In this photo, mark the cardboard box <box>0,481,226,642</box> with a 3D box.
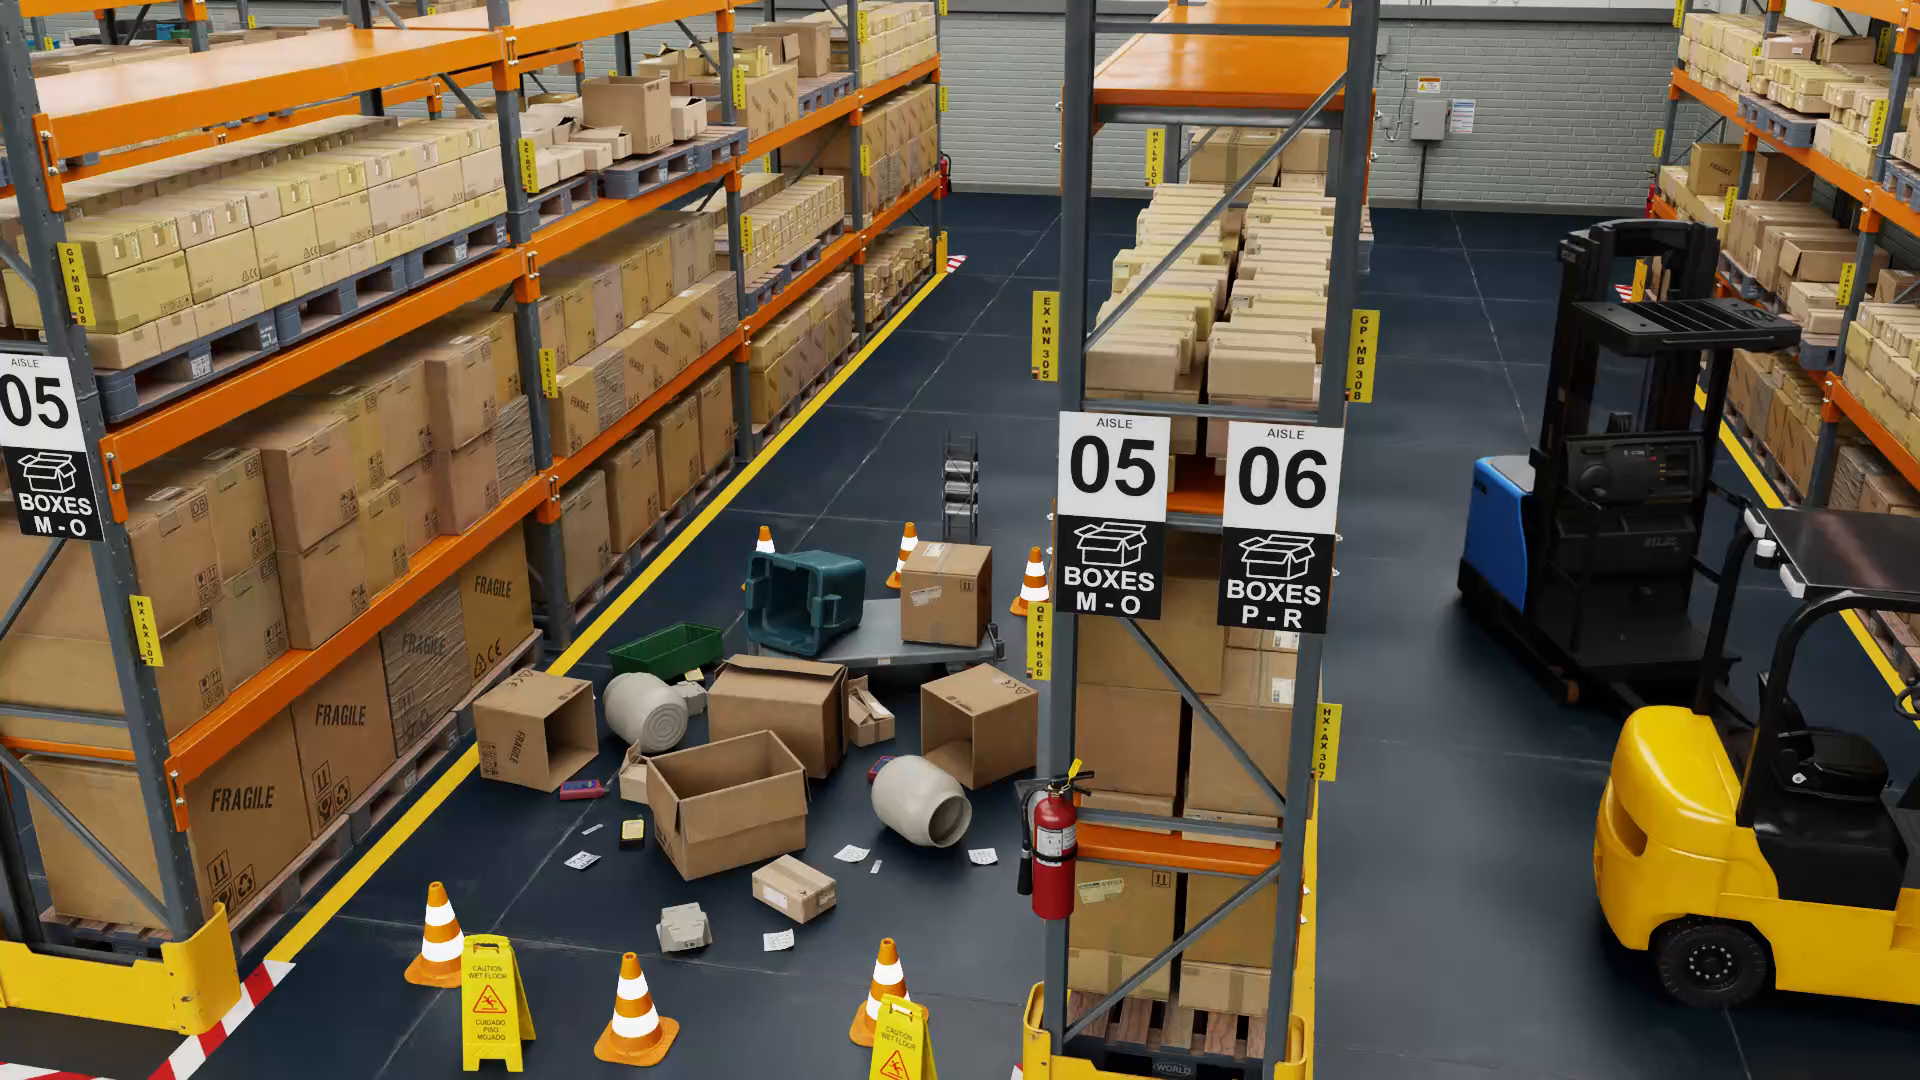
[{"bbox_3d":[-3.905,0.080,7.493,0.875,0.550,0.550,4,22,11],"label":"cardboard box"}]

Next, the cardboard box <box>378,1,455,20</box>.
[{"bbox_3d":[-6.304,-5.990,19.366,0.700,0.500,0.500,3,22,8],"label":"cardboard box"}]

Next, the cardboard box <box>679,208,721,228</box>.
[{"bbox_3d":[-2.523,-3.084,15.973,0.380,0.149,0.250,4,22,11],"label":"cardboard box"}]

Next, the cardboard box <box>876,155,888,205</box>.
[{"bbox_3d":[-1.129,-4.133,19.068,0.500,0.500,0.500,4,22,11],"label":"cardboard box"}]

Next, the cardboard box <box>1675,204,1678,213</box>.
[{"bbox_3d":[8.499,-3.852,19.238,0.380,0.149,0.250,5,23,13],"label":"cardboard box"}]

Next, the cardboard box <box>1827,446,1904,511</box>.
[{"bbox_3d":[7.199,-0.291,12.677,0.875,0.625,0.625,5,23,13],"label":"cardboard box"}]

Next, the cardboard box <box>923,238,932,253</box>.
[{"bbox_3d":[-0.582,-3.864,21.787,0.380,0.149,0.250,4,22,9],"label":"cardboard box"}]

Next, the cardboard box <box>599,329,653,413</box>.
[{"bbox_3d":[-2.625,-1.265,12.345,0.500,0.500,0.500,4,22,11],"label":"cardboard box"}]

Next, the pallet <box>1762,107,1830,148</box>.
[{"bbox_3d":[7.746,-3.579,14.462,1.213,0.211,1.003,4,22,11],"label":"pallet"}]

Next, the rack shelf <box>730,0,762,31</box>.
[{"bbox_3d":[-1.978,-5.137,15.562,1.077,0.370,4.000,4,22,11],"label":"rack shelf"}]

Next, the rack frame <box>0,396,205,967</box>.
[{"bbox_3d":[-4.019,0.784,7.393,1.000,3.000,0.127,4,22,11],"label":"rack frame"}]

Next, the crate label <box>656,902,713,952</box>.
[{"bbox_3d":[-1.384,1.944,8.344,0.250,0.136,0.298,-7,23,-17],"label":"crate label"}]

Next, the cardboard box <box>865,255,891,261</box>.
[{"bbox_3d":[-1.042,-3.346,20.104,0.380,0.149,0.250,4,22,9],"label":"cardboard box"}]

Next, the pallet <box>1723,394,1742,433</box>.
[{"bbox_3d":[8.027,-1.294,16.283,1.003,0.211,1.213,4,22,11],"label":"pallet"}]

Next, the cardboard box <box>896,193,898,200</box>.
[{"bbox_3d":[-0.962,-4.154,19.989,0.380,0.149,0.250,5,23,13],"label":"cardboard box"}]

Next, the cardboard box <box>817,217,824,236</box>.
[{"bbox_3d":[-1.614,-3.245,17.170,0.380,0.149,0.250,3,22,8],"label":"cardboard box"}]

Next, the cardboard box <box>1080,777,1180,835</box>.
[{"bbox_3d":[0.715,1.087,6.974,0.380,0.149,0.250,5,23,13],"label":"cardboard box"}]

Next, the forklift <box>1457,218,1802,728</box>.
[{"bbox_3d":[4.379,-0.439,10.519,1.130,2.935,3.031,-3,22,-7],"label":"forklift"}]

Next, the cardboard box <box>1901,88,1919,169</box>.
[{"bbox_3d":[6.954,-2.857,11.588,0.500,0.500,0.500,5,22,11],"label":"cardboard box"}]

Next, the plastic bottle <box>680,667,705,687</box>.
[{"bbox_3d":[-1.782,0.900,11.037,0.133,0.061,0.283,-7,23,-17],"label":"plastic bottle"}]

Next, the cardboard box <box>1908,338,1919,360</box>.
[{"bbox_3d":[6.843,-1.293,11.548,0.380,0.149,0.250,5,22,11],"label":"cardboard box"}]

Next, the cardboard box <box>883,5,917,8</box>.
[{"bbox_3d":[-0.732,-6.486,20.426,0.380,0.149,0.250,4,22,9],"label":"cardboard box"}]

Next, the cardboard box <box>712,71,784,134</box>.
[{"bbox_3d":[-1.914,-3.952,15.002,0.500,0.500,0.500,4,22,11],"label":"cardboard box"}]

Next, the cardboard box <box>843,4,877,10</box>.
[{"bbox_3d":[-1.239,-6.520,20.510,0.380,0.149,0.250,4,22,11],"label":"cardboard box"}]

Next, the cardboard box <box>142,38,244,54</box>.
[{"bbox_3d":[-7.167,-4.420,15.597,0.797,0.503,0.637,6,23,14],"label":"cardboard box"}]

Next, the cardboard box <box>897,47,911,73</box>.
[{"bbox_3d":[-0.888,-5.640,19.527,0.500,0.250,0.500,5,23,13],"label":"cardboard box"}]

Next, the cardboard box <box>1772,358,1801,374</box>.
[{"bbox_3d":[7.591,-1.530,15.052,0.380,0.149,0.250,5,22,11],"label":"cardboard box"}]

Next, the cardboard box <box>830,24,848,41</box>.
[{"bbox_3d":[-1.274,-5.432,17.808,0.380,0.149,0.250,4,22,10],"label":"cardboard box"}]

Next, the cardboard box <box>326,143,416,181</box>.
[{"bbox_3d":[-3.171,-2.036,8.953,0.380,0.149,0.250,5,22,11],"label":"cardboard box"}]

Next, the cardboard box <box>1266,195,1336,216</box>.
[{"bbox_3d":[1.835,-1.750,8.938,0.380,0.149,0.250,4,22,10],"label":"cardboard box"}]

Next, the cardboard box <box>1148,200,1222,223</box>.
[{"bbox_3d":[1.193,-1.700,8.813,0.380,0.149,0.250,4,22,9],"label":"cardboard box"}]

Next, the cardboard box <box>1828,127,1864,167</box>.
[{"bbox_3d":[7.309,-3.137,13.312,0.500,0.250,0.500,5,22,11],"label":"cardboard box"}]

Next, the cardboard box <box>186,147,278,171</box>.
[{"bbox_3d":[-3.868,-1.992,8.843,0.380,0.149,0.250,4,22,11],"label":"cardboard box"}]

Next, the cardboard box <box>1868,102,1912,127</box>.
[{"bbox_3d":[7.121,-3.218,12.582,0.380,0.149,0.250,5,23,13],"label":"cardboard box"}]

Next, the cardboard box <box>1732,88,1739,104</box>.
[{"bbox_3d":[8.057,-4.503,16.841,0.380,0.149,0.250,5,23,13],"label":"cardboard box"}]

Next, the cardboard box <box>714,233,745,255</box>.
[{"bbox_3d":[-2.102,-2.652,14.902,0.380,0.149,0.250,4,22,11],"label":"cardboard box"}]

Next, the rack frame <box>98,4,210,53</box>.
[{"bbox_3d":[-7.221,-5.340,14.567,1.000,3.000,0.127,4,22,11],"label":"rack frame"}]

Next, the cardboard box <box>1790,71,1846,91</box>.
[{"bbox_3d":[7.470,-3.989,14.471,0.380,0.149,0.250,5,22,11],"label":"cardboard box"}]

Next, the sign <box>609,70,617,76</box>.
[{"bbox_3d":[-2.917,-3.815,14.105,0.100,0.325,0.005,4,22,11],"label":"sign"}]

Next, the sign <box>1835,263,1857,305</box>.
[{"bbox_3d":[6.807,-1.963,12.769,0.100,0.325,0.005,4,22,11],"label":"sign"}]

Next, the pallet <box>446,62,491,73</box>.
[{"bbox_3d":[-6.228,-5.669,19.517,1.003,0.211,1.213,4,22,11],"label":"pallet"}]

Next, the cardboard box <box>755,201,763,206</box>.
[{"bbox_3d":[-2.257,-3.428,17.225,0.380,0.149,0.250,4,22,9],"label":"cardboard box"}]

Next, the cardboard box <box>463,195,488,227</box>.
[{"bbox_3d":[-3.015,-1.946,9.794,0.380,0.149,0.250,5,22,12],"label":"cardboard box"}]

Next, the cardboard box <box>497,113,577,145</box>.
[{"bbox_3d":[-3.060,-2.928,12.017,0.500,0.311,0.500,4,22,9],"label":"cardboard box"}]

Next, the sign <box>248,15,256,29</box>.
[{"bbox_3d":[-9.896,-7.167,23.260,0.100,0.325,0.005,4,22,11],"label":"sign"}]

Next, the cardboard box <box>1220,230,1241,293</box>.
[{"bbox_3d":[1.210,-1.469,8.774,0.500,0.250,0.500,4,22,10],"label":"cardboard box"}]

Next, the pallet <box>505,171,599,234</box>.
[{"bbox_3d":[-3.064,-2.321,11.342,0.805,0.209,1.217,4,22,9],"label":"pallet"}]

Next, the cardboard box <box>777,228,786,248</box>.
[{"bbox_3d":[-1.884,-2.900,15.916,0.380,0.149,0.250,4,22,11],"label":"cardboard box"}]

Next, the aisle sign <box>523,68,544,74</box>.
[{"bbox_3d":[-5.868,-6.738,22.589,0.394,0.787,0.004,4,22,11],"label":"aisle sign"}]

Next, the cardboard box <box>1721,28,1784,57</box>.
[{"bbox_3d":[8.230,-5.153,17.252,0.500,0.250,0.500,5,22,12],"label":"cardboard box"}]

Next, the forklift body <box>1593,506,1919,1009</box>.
[{"bbox_3d":[4.309,1.062,7.837,2.313,2.155,1.214,4,22,11],"label":"forklift body"}]

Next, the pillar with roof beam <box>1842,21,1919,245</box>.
[{"bbox_3d":[4.966,-6.185,16.664,9.100,9.000,0.400,4,22,11],"label":"pillar with roof beam"}]

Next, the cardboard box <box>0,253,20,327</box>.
[{"bbox_3d":[-4.193,-1.118,7.205,0.500,0.250,0.500,5,22,12],"label":"cardboard box"}]

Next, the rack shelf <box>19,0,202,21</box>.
[{"bbox_3d":[-7.630,-4.089,12.960,1.077,0.370,4.000,4,22,11],"label":"rack shelf"}]

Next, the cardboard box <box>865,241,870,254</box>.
[{"bbox_3d":[-1.344,-3.660,20.885,0.380,0.149,0.250,5,23,13],"label":"cardboard box"}]

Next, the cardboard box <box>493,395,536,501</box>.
[{"bbox_3d":[-3.266,-0.613,10.660,0.875,0.550,0.550,4,22,11],"label":"cardboard box"}]

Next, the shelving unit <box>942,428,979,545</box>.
[{"bbox_3d":[0.002,-0.420,13.193,0.258,0.900,0.210,4,22,11],"label":"shelving unit"}]
